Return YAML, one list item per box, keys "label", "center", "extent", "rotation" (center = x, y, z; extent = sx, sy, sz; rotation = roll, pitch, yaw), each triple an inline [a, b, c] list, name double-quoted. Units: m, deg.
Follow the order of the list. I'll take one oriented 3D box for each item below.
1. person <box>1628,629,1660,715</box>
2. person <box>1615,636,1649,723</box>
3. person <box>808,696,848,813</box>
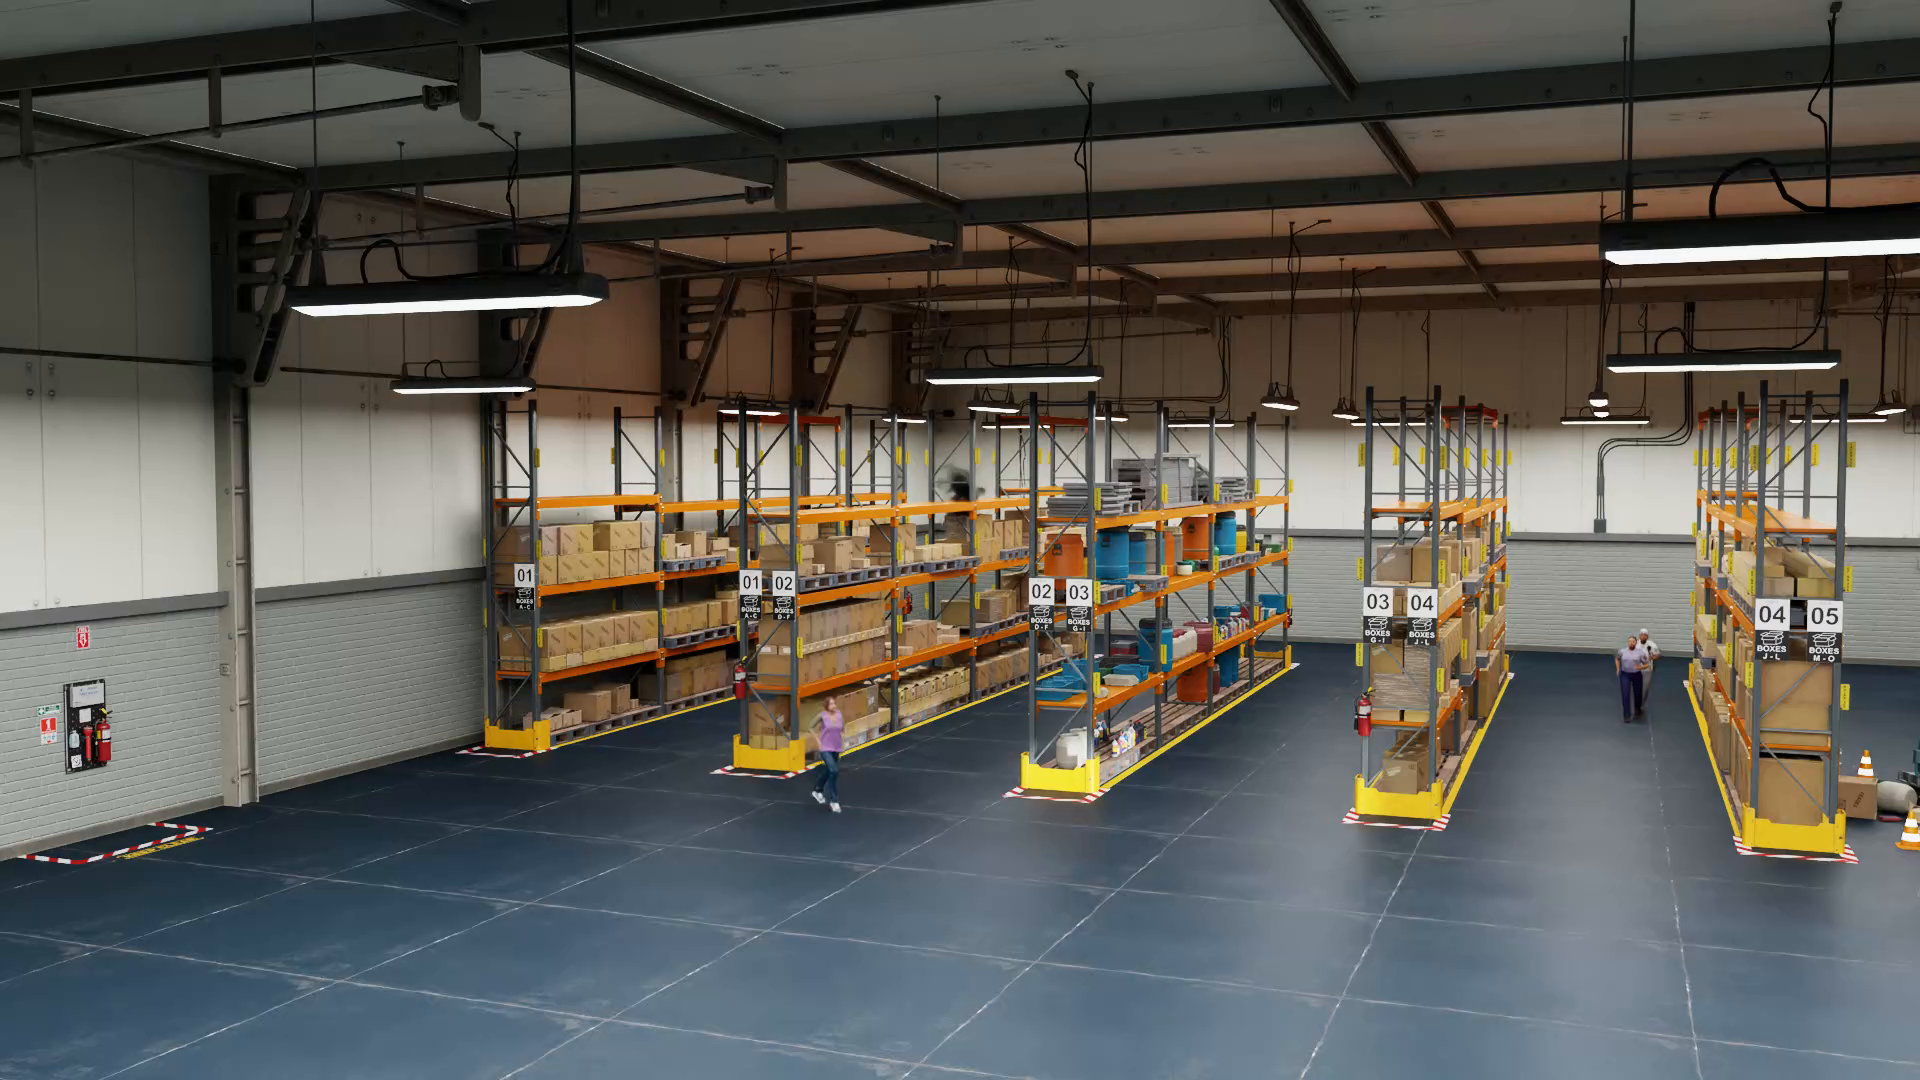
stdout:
- label: "person"
  center: [13.387, 2.583, 32.593]
  extent: [0.582, 1.708, 0.786]
  rotation: [1, 3, 17]
- label: "person"
  center: [12.749, 2.630, 31.581]
  extent: [0.619, 1.617, 0.862]
  rotation: [1, 3, 25]
- label: "person"
  center: [-1.860, 3.035, 23.746]
  extent: [0.513, 1.644, 0.730]
  rotation: [-2, 4, -40]
